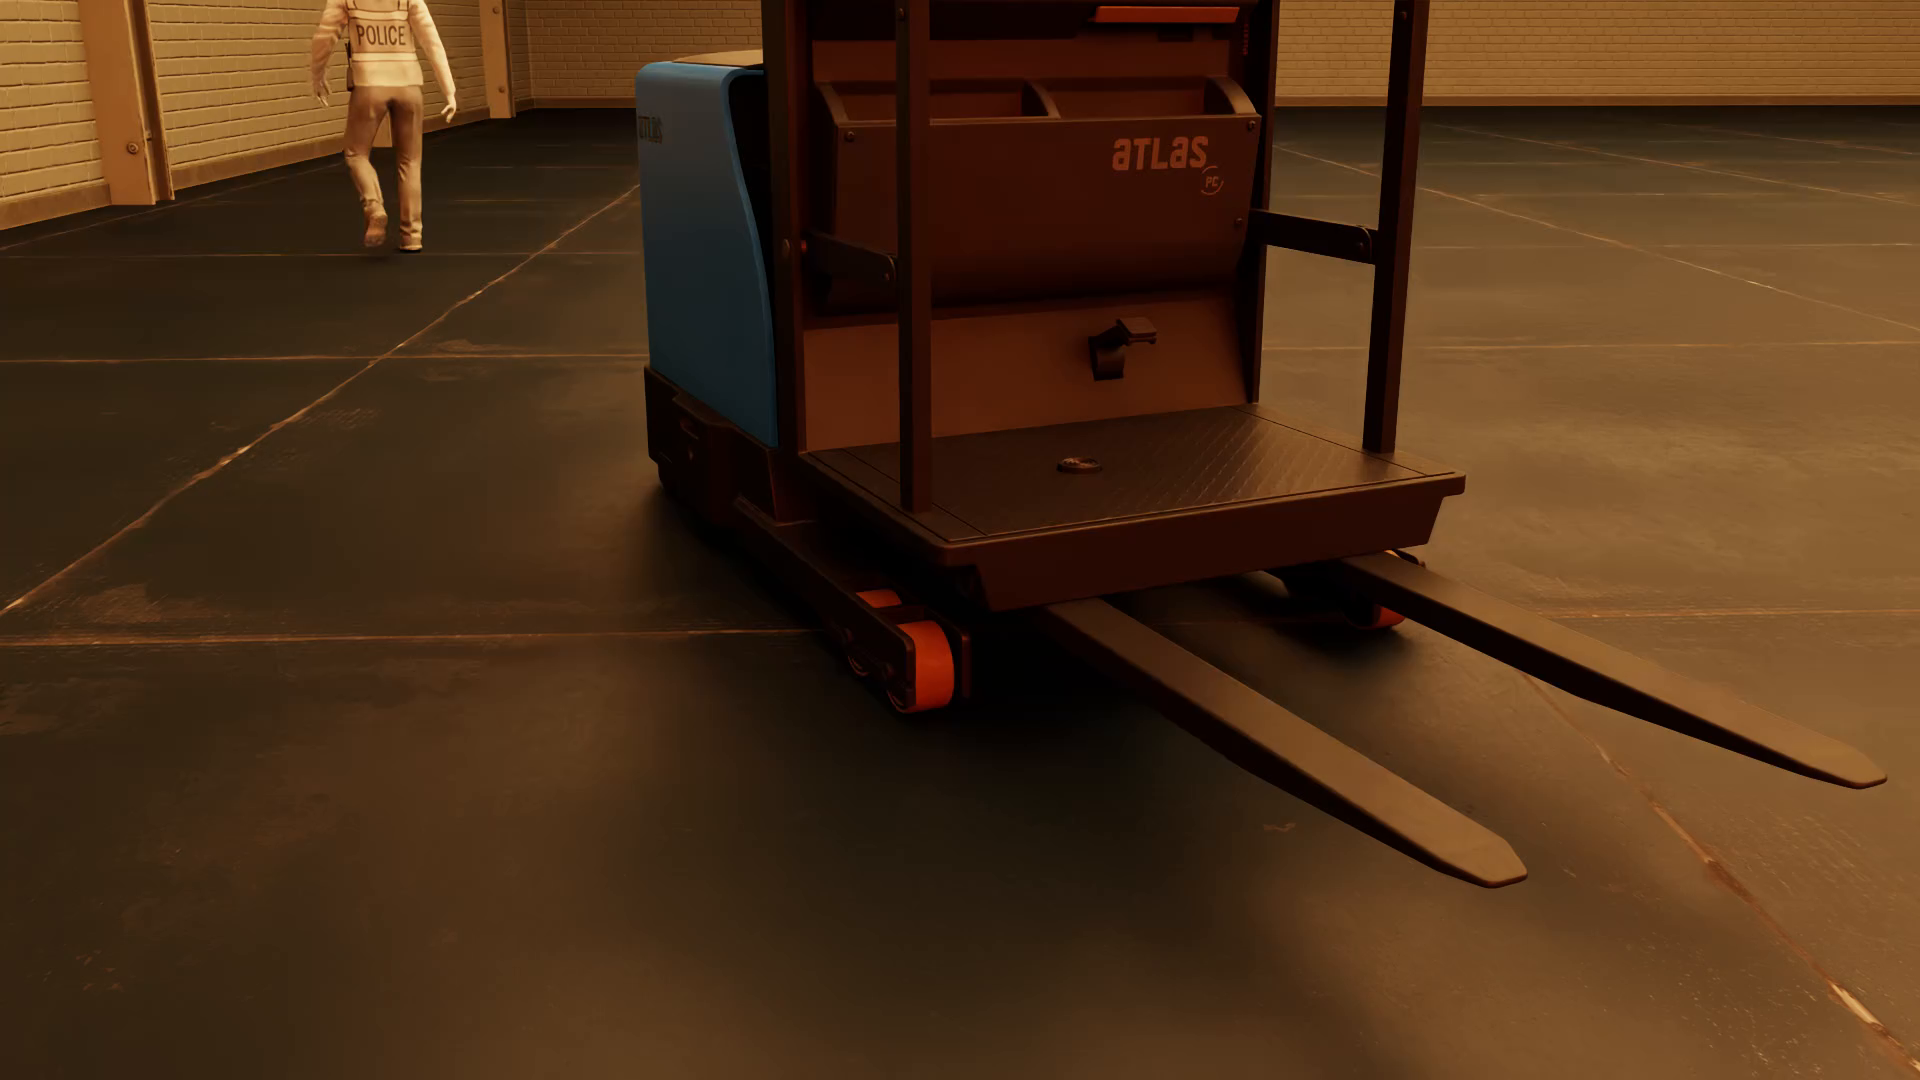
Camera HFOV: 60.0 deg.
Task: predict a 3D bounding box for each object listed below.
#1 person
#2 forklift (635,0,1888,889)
[{"bbox_3d":[-3.102,-2.418,8.955,0.484,1.692,0.343,-6,18,-17],"label":"person"},{"bbox_3d":[0.258,-1.240,2.962,1.130,2.935,3.031,-8,19,-24],"label":"forklift"}]
